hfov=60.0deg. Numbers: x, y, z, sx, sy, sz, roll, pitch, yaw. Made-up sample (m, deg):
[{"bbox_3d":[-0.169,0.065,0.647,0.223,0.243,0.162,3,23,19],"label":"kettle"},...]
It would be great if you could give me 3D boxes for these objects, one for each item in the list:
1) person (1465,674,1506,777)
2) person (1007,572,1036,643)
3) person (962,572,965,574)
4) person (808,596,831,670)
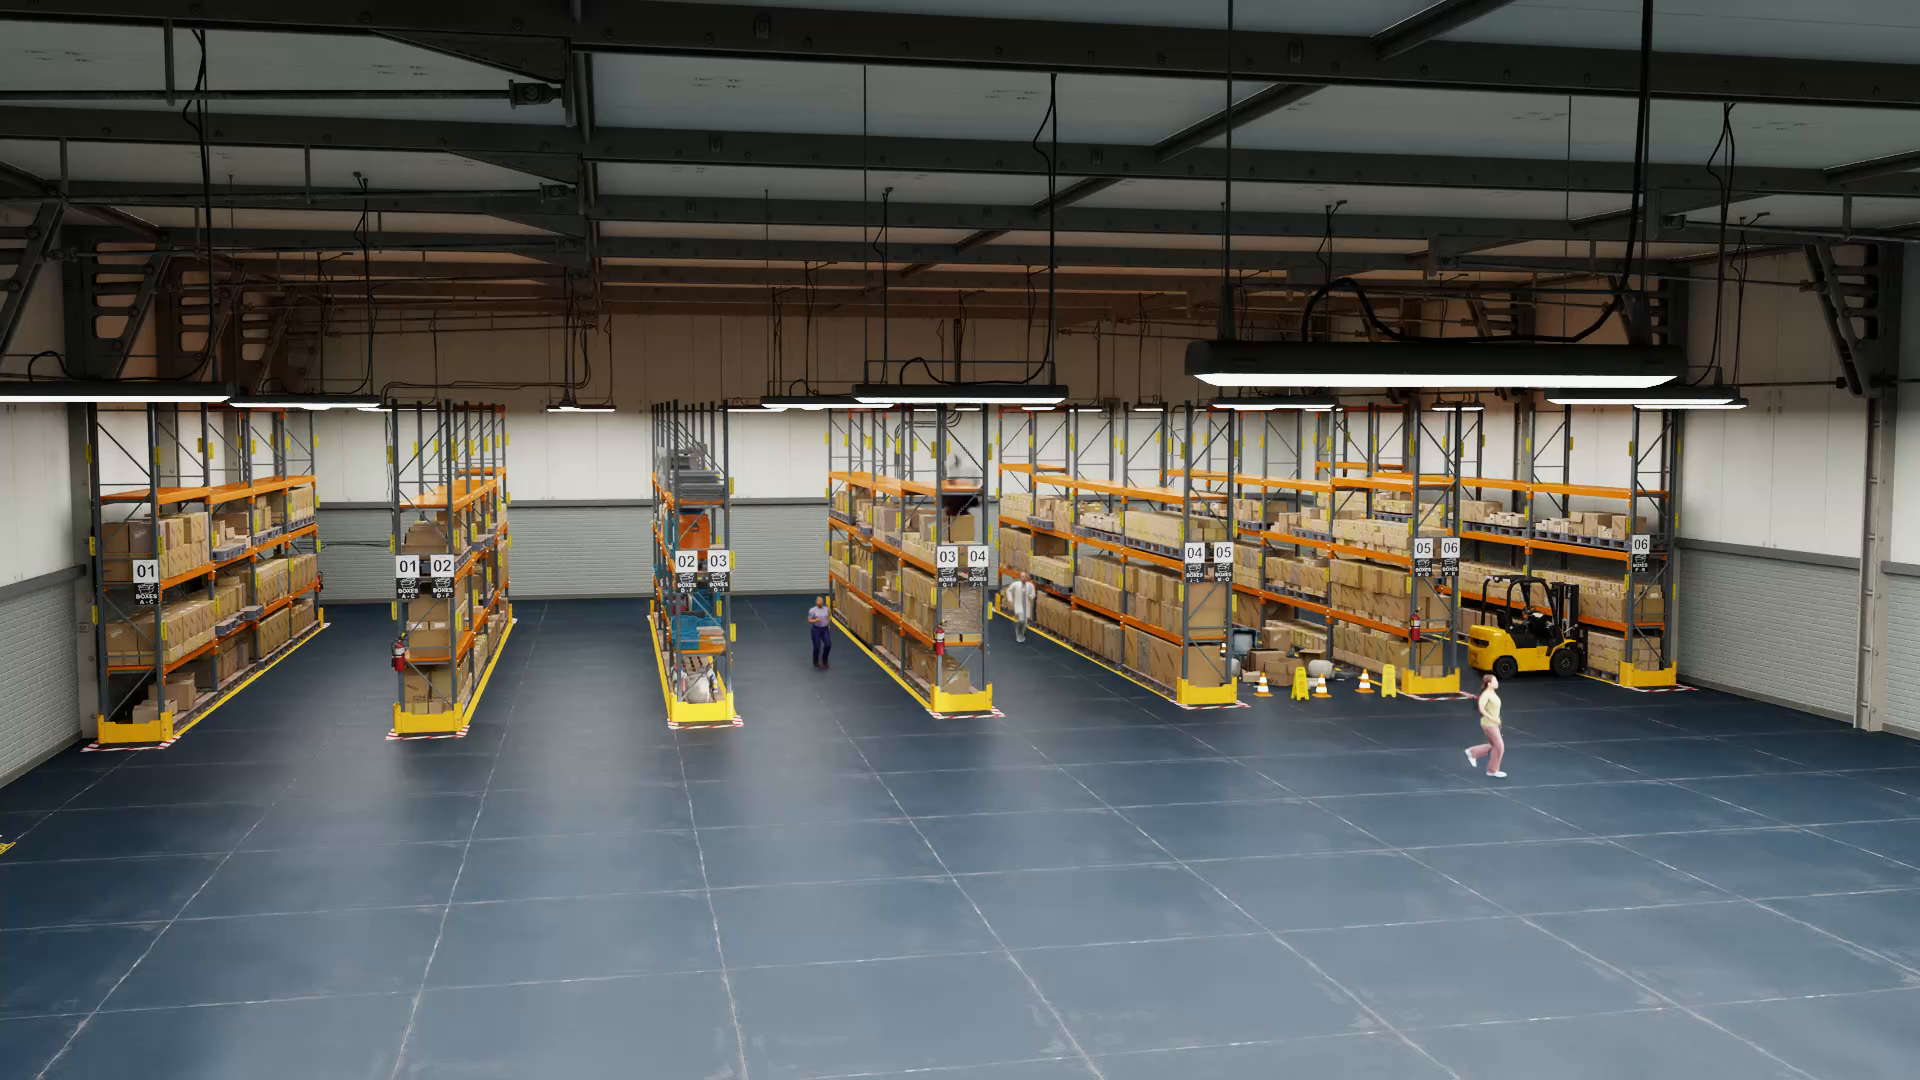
[{"bbox_3d":[8.326,2.925,26.325,0.655,1.619,0.600,2,5,28],"label":"person"},{"bbox_3d":[1.571,1.698,41.746,0.672,1.785,0.854,-1,4,-15],"label":"person"},{"bbox_3d":[-0.032,1.225,48.473,0.725,1.683,0.931,2,5,30],"label":"person"},{"bbox_3d":[-3.131,2.096,37.421,0.586,1.676,0.661,-2,5,-21],"label":"person"}]
